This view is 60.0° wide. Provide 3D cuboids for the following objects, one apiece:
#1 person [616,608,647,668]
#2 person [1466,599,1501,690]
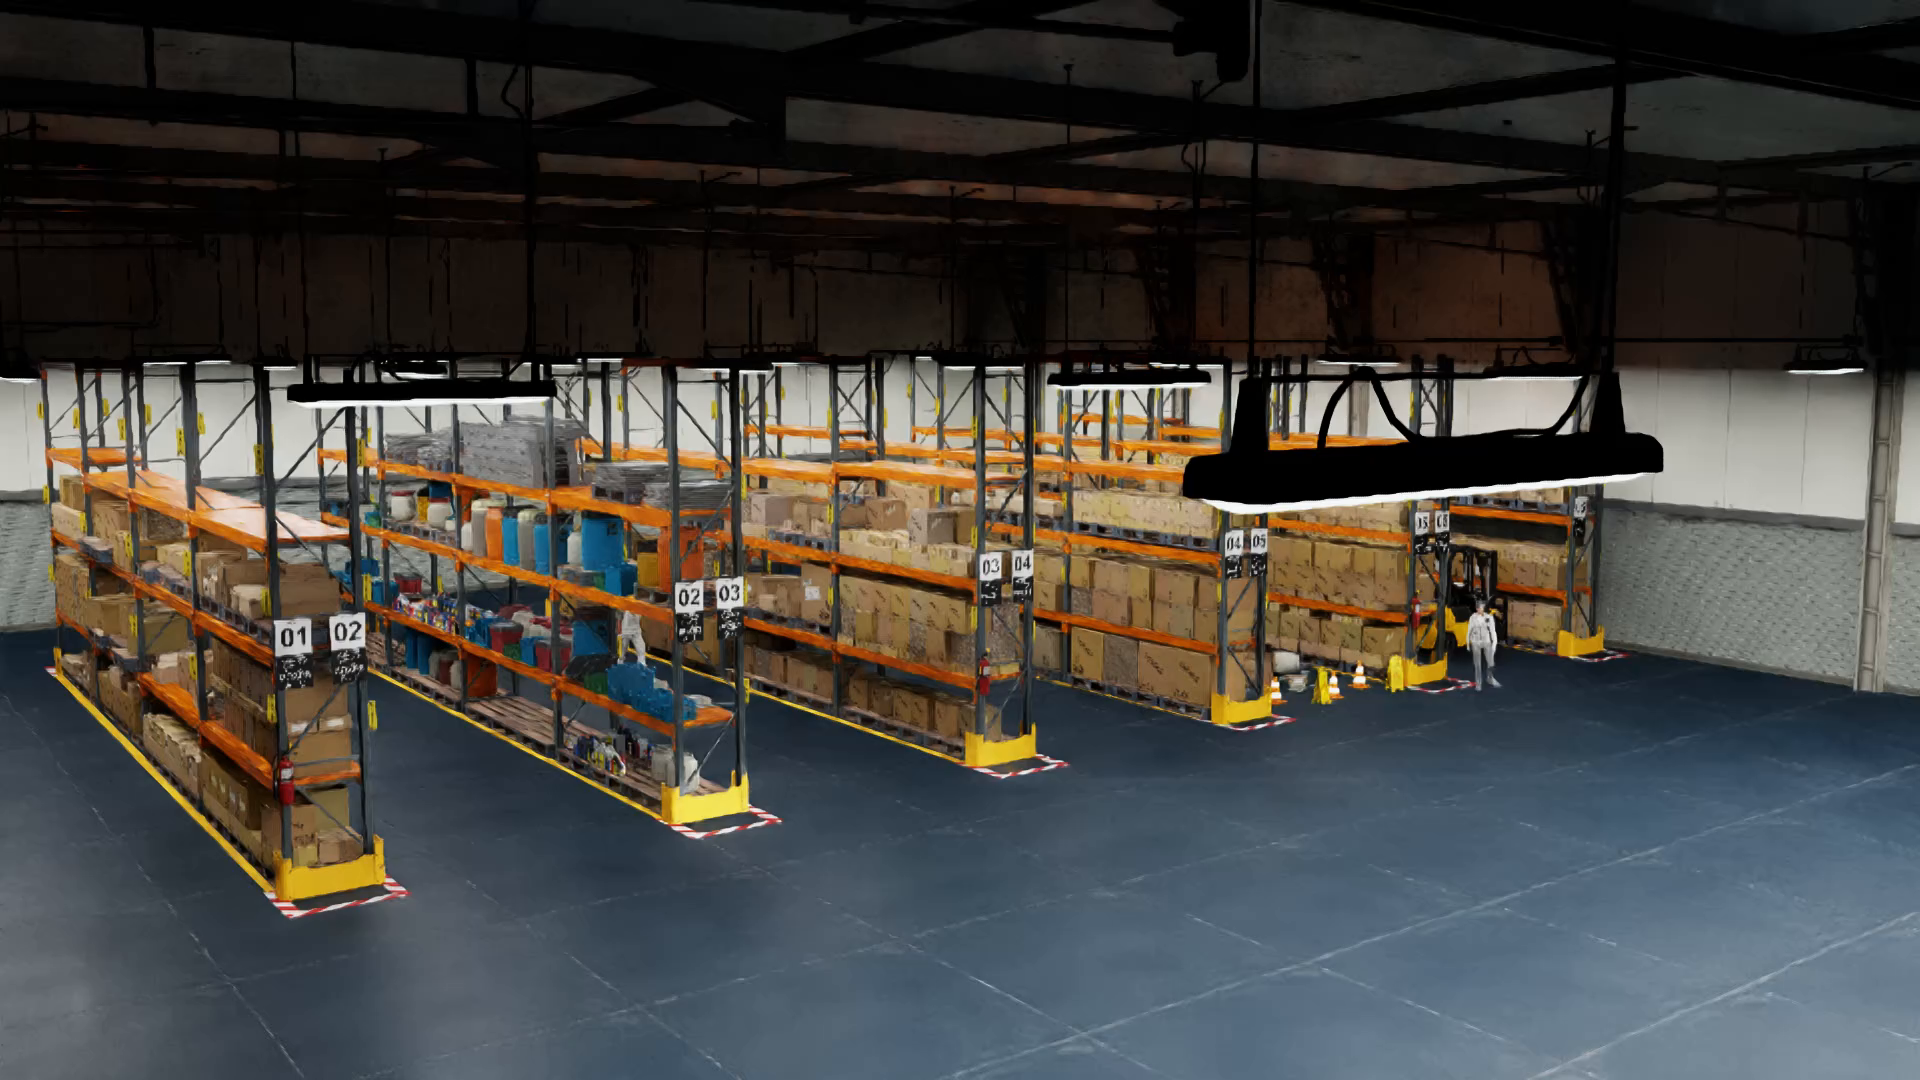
[{"bbox_3d":[-6.147,1.743,31.076,0.553,1.706,1.120,-5,8,-34],"label":"person"},{"bbox_3d":[9.478,1.889,30.093,0.620,1.659,0.420,3,7,21],"label":"person"}]
